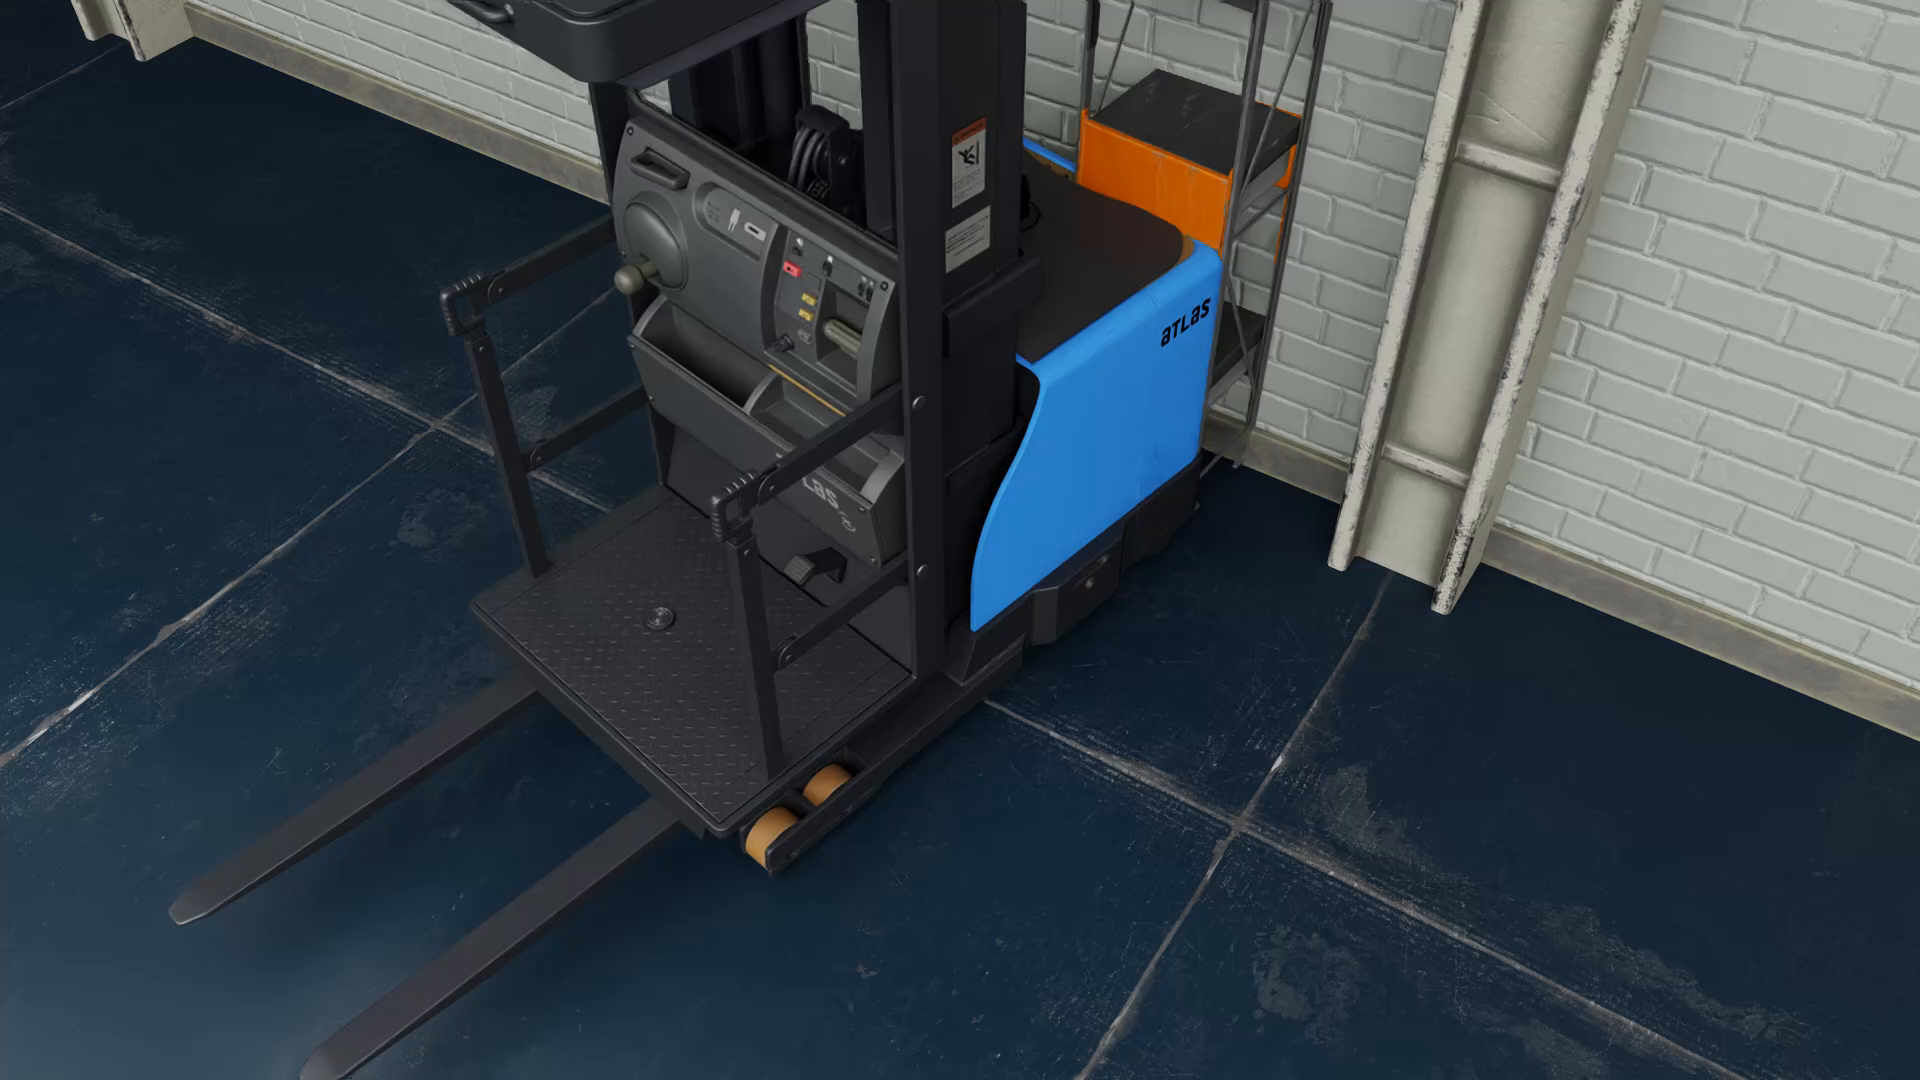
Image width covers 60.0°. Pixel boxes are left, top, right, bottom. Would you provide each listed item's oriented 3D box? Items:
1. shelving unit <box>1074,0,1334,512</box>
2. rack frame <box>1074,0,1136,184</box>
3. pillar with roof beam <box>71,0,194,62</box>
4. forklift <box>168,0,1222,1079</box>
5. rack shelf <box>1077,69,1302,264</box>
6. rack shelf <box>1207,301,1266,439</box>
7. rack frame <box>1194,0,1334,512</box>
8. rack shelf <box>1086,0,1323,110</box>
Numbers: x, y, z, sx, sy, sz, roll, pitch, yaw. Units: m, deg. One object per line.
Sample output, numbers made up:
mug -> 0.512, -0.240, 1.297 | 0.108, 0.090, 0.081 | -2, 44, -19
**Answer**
shelving unit -> 0.645, -1.011, 4.720 | 0.503, 2.100, 0.431 | 30, 53, 25
rack frame -> 0.453, -1.120, 4.823 | 0.015, 2.100, 0.400 | 30, 53, 25
pillar with roof beam -> -5.984, -2.800, 1.696 | 0.400, 9.000, 9.100 | 25, 51, 22
forklift -> -0.643, -0.572, 3.762 | 1.130, 2.935, 3.031 | 35, 55, 29
rack shelf -> 0.645, -1.002, 4.730 | 0.480, 0.518, 0.431 | 30, 53, 25
rack shelf -> 0.638, -0.515, 5.233 | 0.480, 0.518, 0.431 | 30, 53, 25
rack frame -> 0.837, -0.902, 4.617 | 0.015, 2.100, 0.400 | 30, 53, 25
rack shelf -> 0.651, -1.488, 4.226 | 0.480, 0.518, 0.431 | 30, 53, 25
